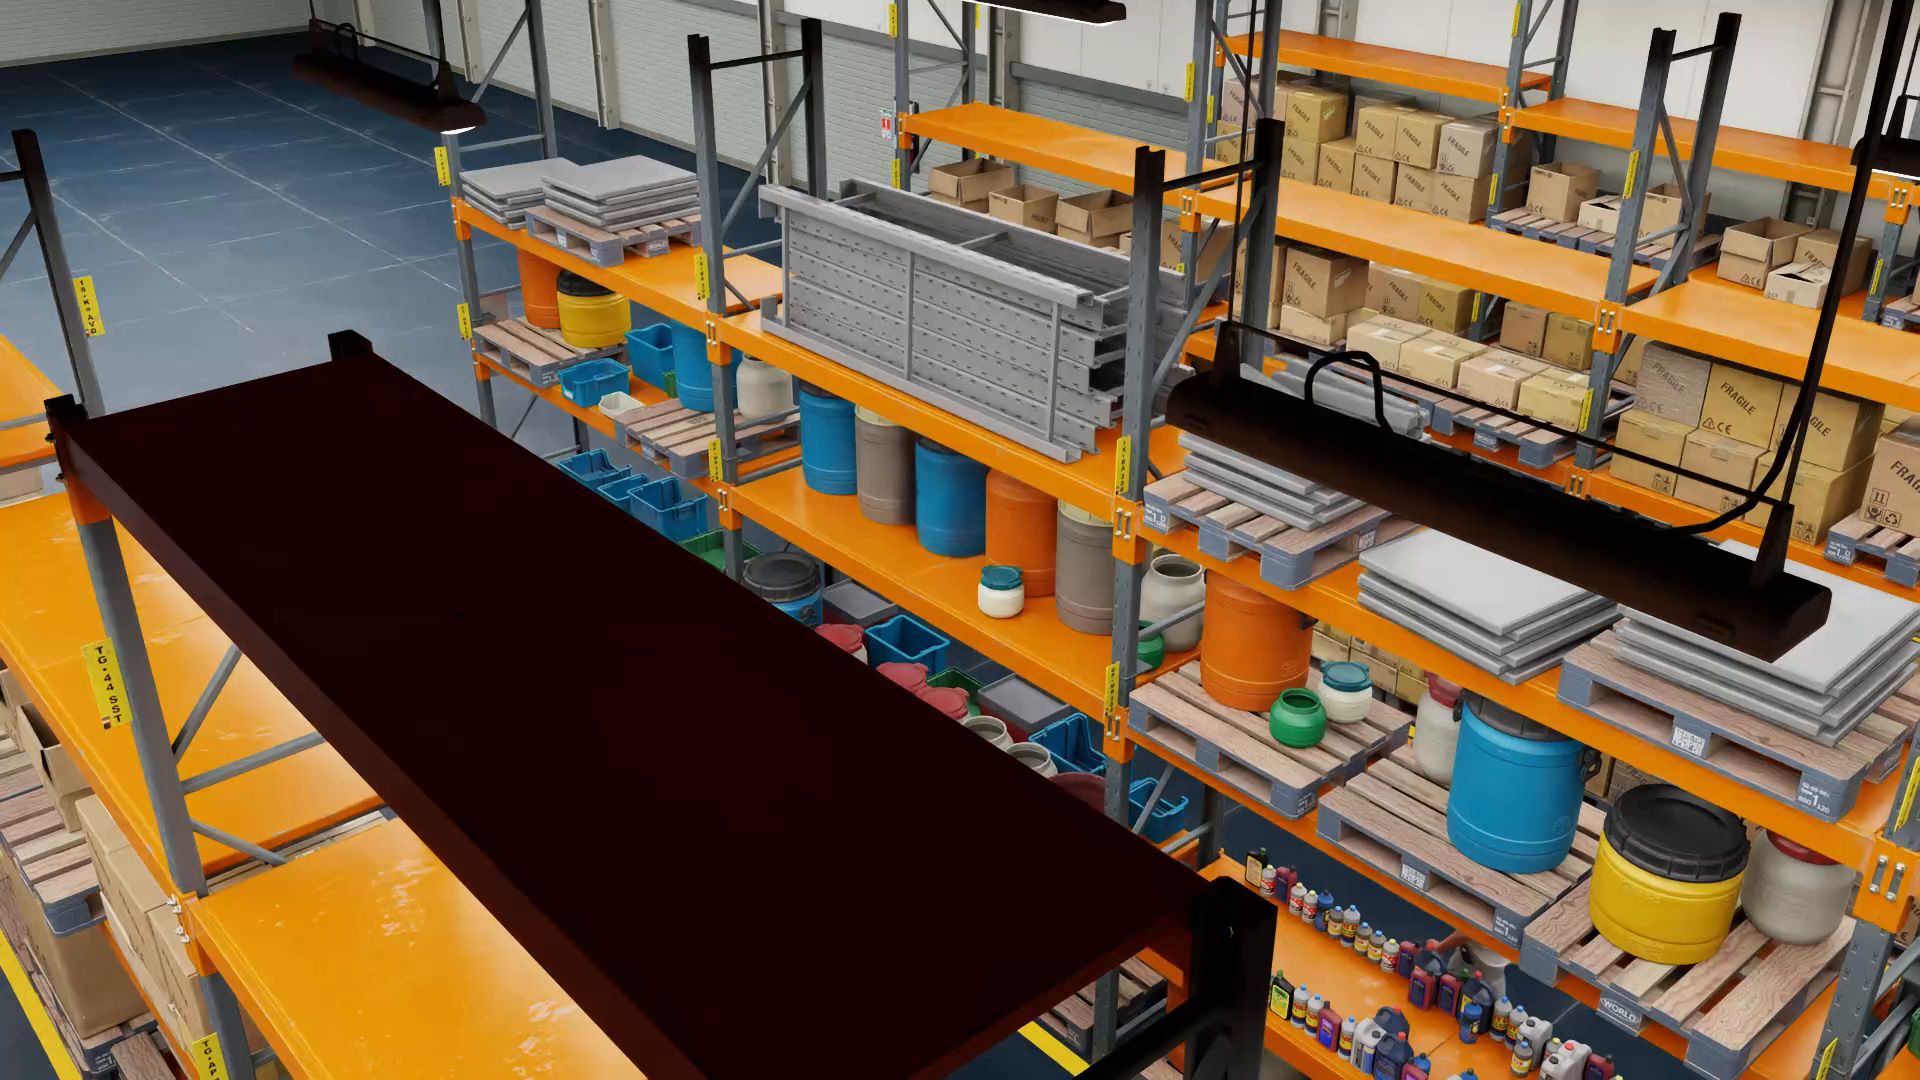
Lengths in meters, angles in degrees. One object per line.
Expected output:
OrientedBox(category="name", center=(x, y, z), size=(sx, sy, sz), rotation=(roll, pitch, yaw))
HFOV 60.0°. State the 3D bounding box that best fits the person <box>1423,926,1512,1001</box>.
OrientedBox(category="person", center=(3.321, 2.550, 10.623), size=(0.568, 1.711, 1.067), rotation=(-23, 35, -38))
